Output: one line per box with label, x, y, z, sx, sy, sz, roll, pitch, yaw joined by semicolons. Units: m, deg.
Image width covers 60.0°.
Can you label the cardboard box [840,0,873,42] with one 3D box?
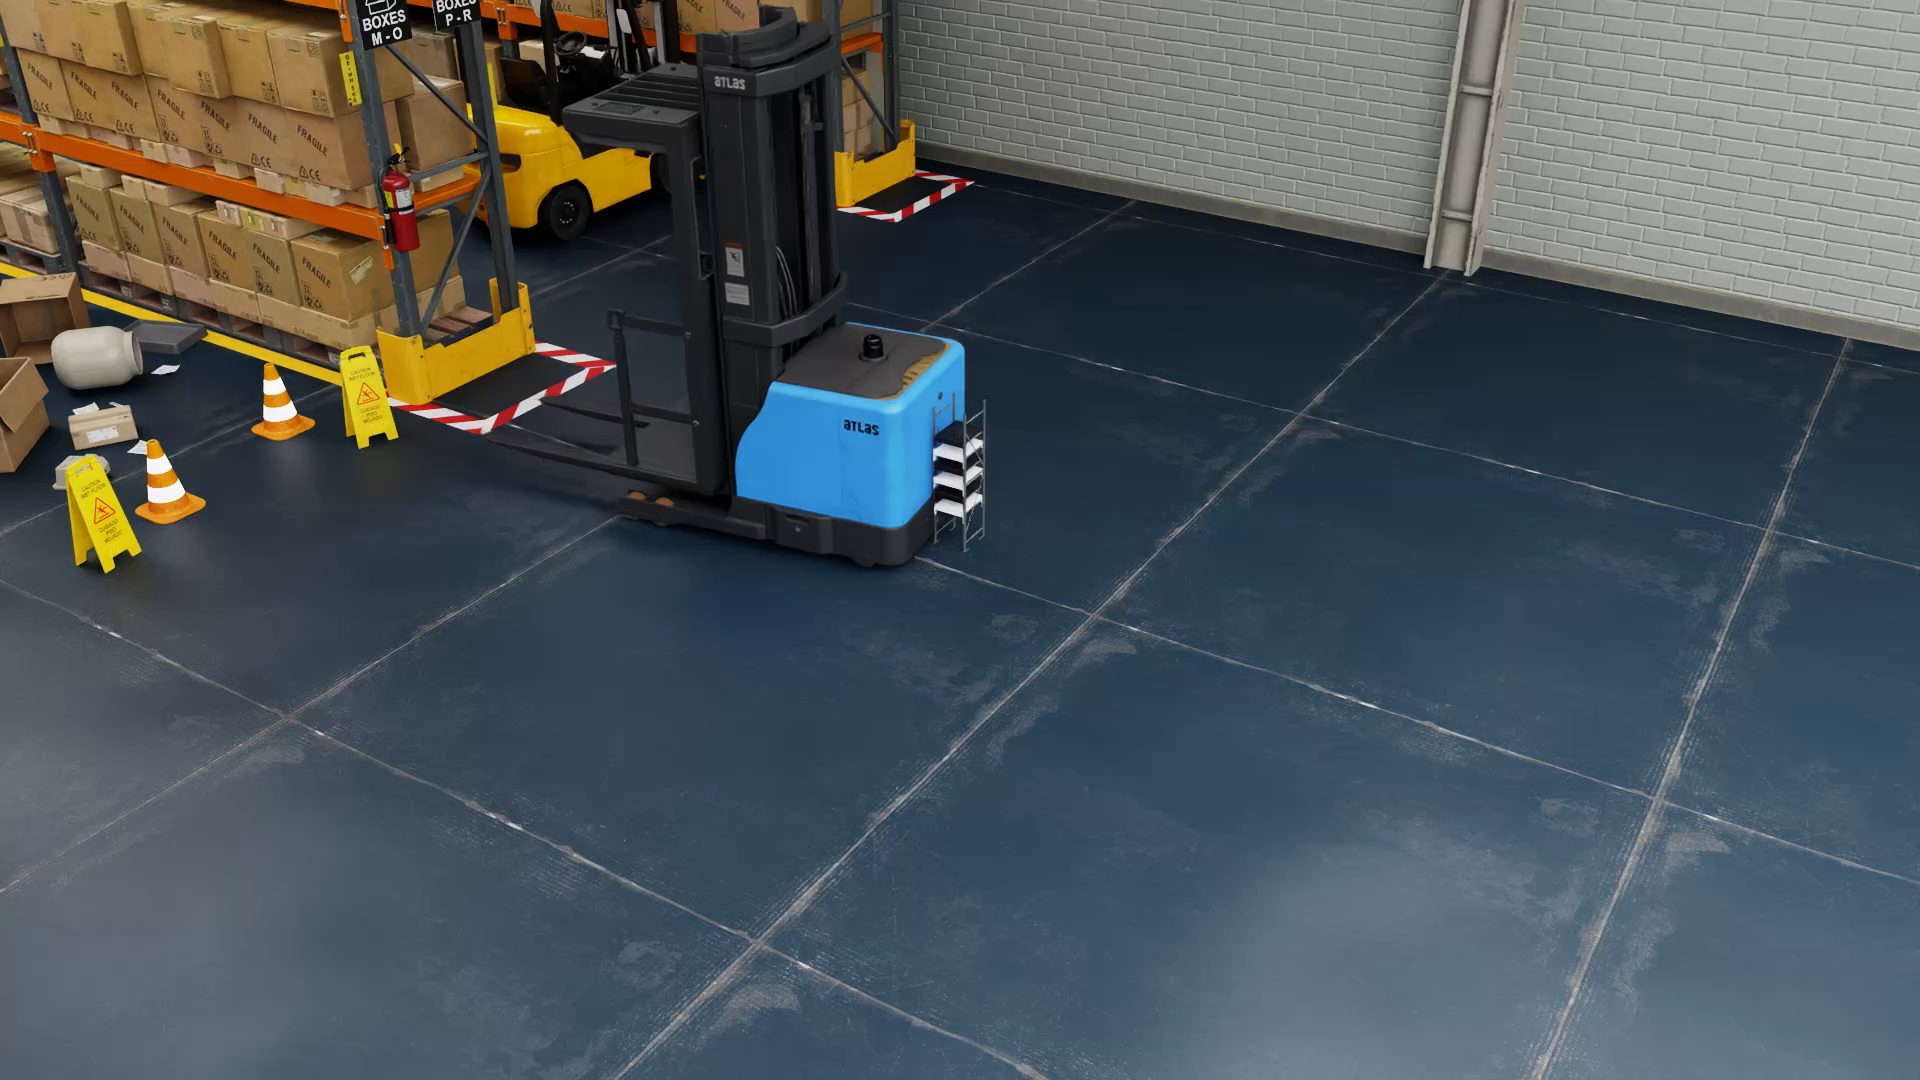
cardboard box;-1.150;-4.904;15.253;0.500;0.500;0.500;19;35;29

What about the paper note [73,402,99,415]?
paper note;-6.013;-0.898;11.443;0.148;0.019;0.142;-21;36;-32

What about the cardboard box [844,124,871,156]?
cardboard box;-1.191;-3.819;15.803;0.500;0.250;0.500;18;35;28

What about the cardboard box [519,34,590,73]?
cardboard box;-4.023;-4.844;16.568;0.500;0.250;0.500;17;34;27

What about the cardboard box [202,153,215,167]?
cardboard box;-5.229;-2.809;12.010;0.250;0.149;0.380;18;35;27

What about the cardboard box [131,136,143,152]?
cardboard box;-5.890;-2.989;12.319;0.250;0.149;0.380;17;34;27

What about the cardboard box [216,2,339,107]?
cardboard box;-4.488;-3.277;11.175;0.500;0.500;0.700;18;35;28

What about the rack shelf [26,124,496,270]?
rack shelf;-5.208;-2.716;12.314;4.000;0.370;1.077;18;35;27

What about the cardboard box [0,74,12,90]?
cardboard box;-7.485;-3.655;13.043;0.250;0.149;0.380;18;35;28

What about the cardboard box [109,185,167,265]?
cardboard box;-6.086;-2.468;12.744;0.500;0.500;0.500;19;35;29

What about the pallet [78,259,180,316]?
pallet;-6.314;-2.193;13.472;1.213;0.211;1.003;18;35;27

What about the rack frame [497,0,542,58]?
rack frame;-4.266;-5.682;16.685;0.127;3.000;1.000;18;35;27

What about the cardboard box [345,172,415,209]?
cardboard box;-3.945;-2.391;11.293;0.250;0.149;0.380;19;35;29

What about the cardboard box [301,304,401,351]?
cardboard box;-4.362;-1.592;11.987;0.500;0.250;0.500;17;34;27

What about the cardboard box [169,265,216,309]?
cardboard box;-5.637;-2.003;12.692;0.500;0.250;0.500;17;34;27

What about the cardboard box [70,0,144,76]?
cardboard box;-5.813;-3.663;11.838;0.500;0.500;0.700;17;34;26

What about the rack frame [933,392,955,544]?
rack frame;-0.092;-0.417;9.743;0.006;0.900;0.240;17;34;26

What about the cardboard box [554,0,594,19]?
cardboard box;-3.579;-5.362;16.038;0.500;0.500;0.500;18;35;28

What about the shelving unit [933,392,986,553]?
shelving unit;-0.004;-0.391;9.699;0.210;0.900;0.258;17;34;26

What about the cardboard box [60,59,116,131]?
cardboard box;-6.240;-3.372;12.332;0.500;0.500;0.500;17;34;27

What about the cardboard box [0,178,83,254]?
cardboard box;-7.348;-2.748;13.847;0.625;0.372;0.950;18;35;28

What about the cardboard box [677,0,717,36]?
cardboard box;-2.304;-4.953;15.337;0.500;0.500;0.500;17;34;26

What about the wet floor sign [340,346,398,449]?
wet floor sign;-3.922;-0.966;10.938;0.267;0.644;0.232;-21;36;-32

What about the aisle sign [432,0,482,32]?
aisle sign;-3.297;-3.729;10.758;0.004;0.787;0.394;18;35;27

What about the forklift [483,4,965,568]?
forklift;-1.523;-1.582;9.725;3.031;2.935;1.130;12;32;20

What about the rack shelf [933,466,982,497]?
rack shelf;-0.004;-0.362;9.715;0.200;0.077;0.258;17;34;26

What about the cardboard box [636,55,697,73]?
cardboard box;-2.728;-4.430;15.859;0.500;0.250;0.500;17;34;26

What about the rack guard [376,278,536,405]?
rack guard;-3.579;-1.431;11.880;0.348;0.500;1.175;18;35;27

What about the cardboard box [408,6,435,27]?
cardboard box;-6.005;-5.384;18.114;0.625;0.625;0.875;16;34;25

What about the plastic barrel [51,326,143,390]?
plastic barrel;-6.068;-1.285;11.705;0.512;0.421;0.421;-9;32;-15

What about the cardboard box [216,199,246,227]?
cardboard box;-5.111;-2.401;11.986;0.250;0.149;0.380;19;35;29

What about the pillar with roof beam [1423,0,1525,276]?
pillar with roof beam;1.804;-4.328;8.411;0.400;9.000;9.100;18;35;27

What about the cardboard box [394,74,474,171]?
cardboard box;-3.768;-2.907;11.535;0.500;0.500;0.500;17;34;27

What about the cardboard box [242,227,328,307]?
cardboard box;-4.775;-2.050;12.027;0.500;0.500;0.500;19;35;29

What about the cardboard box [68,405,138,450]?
cardboard box;-5.698;-0.748;11.057;0.380;0.149;0.250;-15;33;-24

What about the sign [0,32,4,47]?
sign;-7.194;-3.824;12.352;0.005;0.325;0.100;18;35;27

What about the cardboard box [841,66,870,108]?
cardboard box;-1.185;-4.245;15.542;0.500;0.250;0.500;17;34;27

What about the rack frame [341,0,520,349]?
rack frame;-3.514;-2.491;11.215;0.127;3.000;1.000;18;35;27

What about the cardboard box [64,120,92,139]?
cardboard box;-6.564;-3.187;12.658;0.250;0.149;0.380;19;35;29

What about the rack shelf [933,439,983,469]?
rack shelf;-0.004;-0.517;9.625;0.200;0.077;0.258;17;34;26

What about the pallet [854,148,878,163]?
pallet;-1.548;-3.593;15.871;1.213;0.211;1.003;18;35;27

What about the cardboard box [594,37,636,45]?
cardboard box;-3.310;-4.929;16.714;0.500;0.250;0.500;17;34;27

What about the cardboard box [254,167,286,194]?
cardboard box;-4.658;-2.545;11.558;0.250;0.149;0.380;18;35;28

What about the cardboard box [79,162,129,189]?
cardboard box;-6.472;-2.828;12.716;0.250;0.149;0.380;18;35;28

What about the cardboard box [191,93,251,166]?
cardboard box;-4.964;-2.962;11.628;0.500;0.500;0.500;17;34;27

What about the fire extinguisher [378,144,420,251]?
fire extinguisher;-3.662;-2.230;10.845;0.183;0.674;0.296;18;35;27
